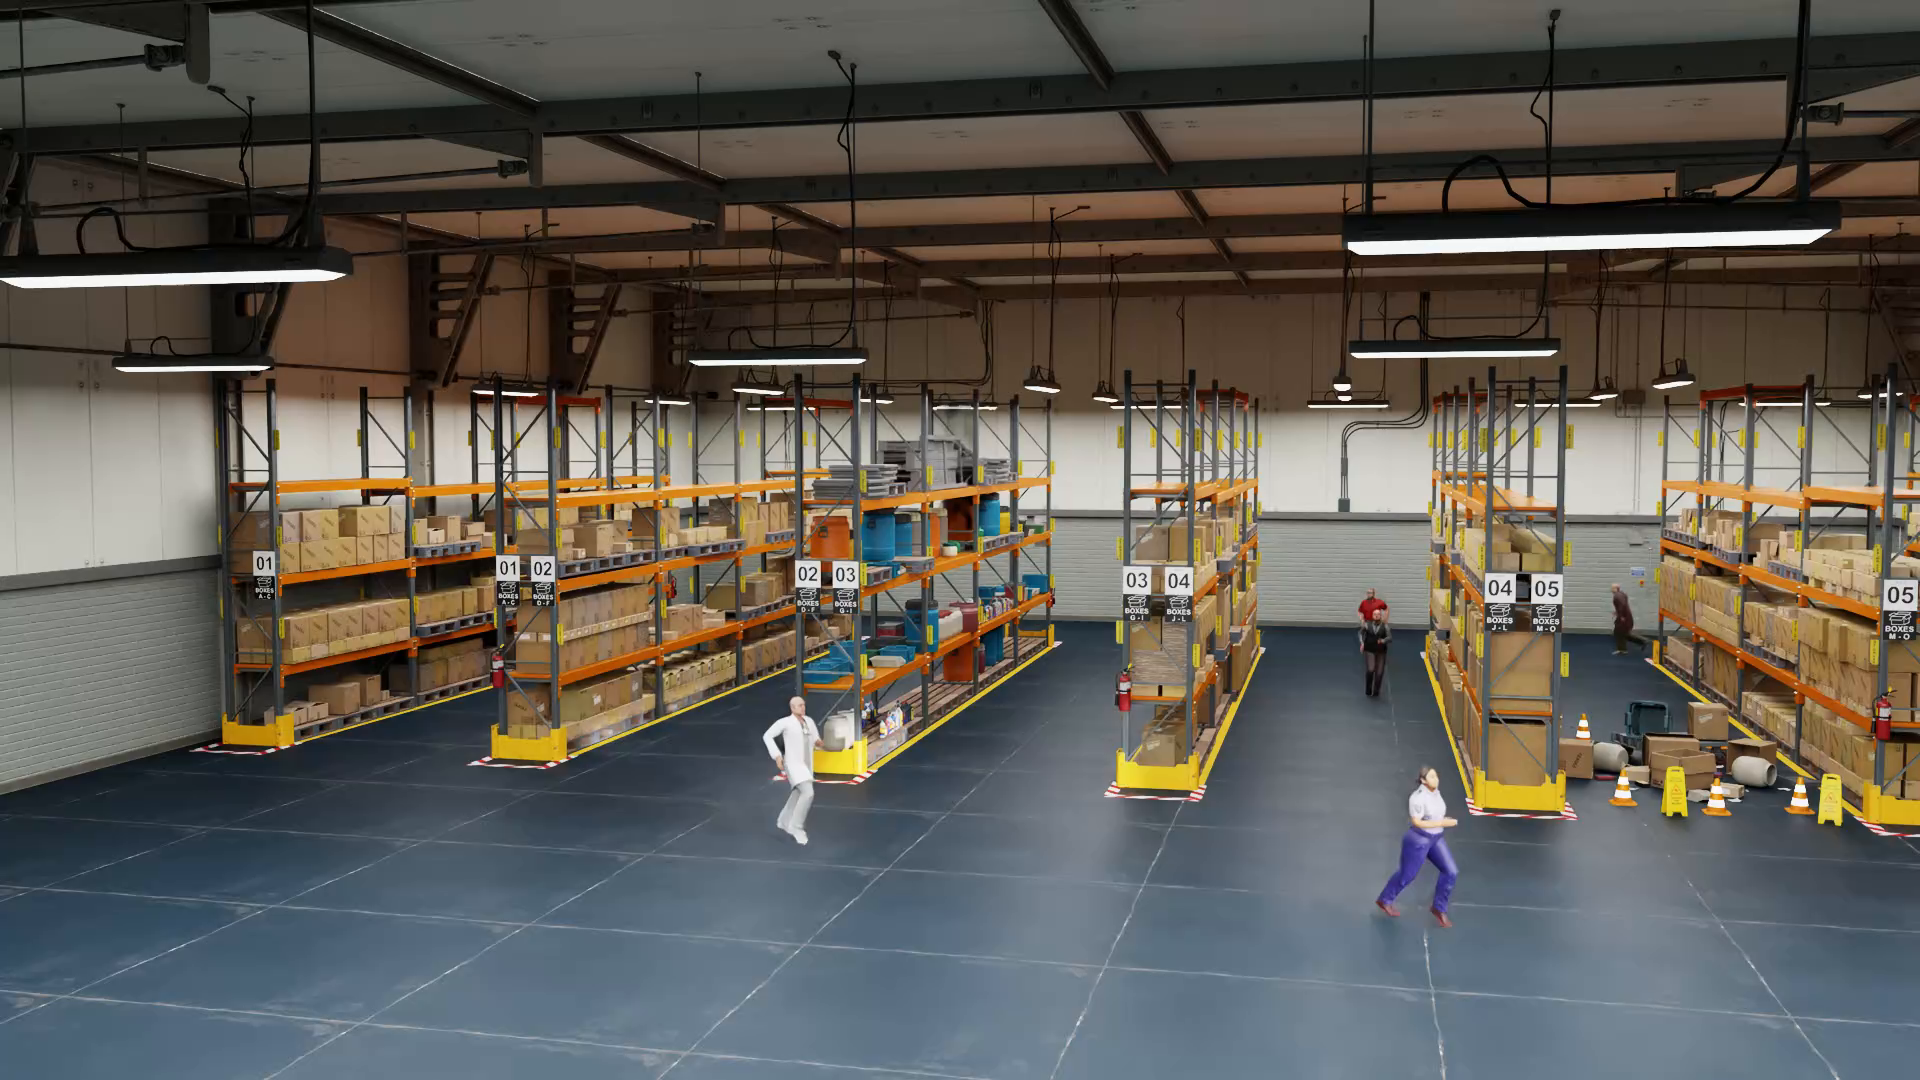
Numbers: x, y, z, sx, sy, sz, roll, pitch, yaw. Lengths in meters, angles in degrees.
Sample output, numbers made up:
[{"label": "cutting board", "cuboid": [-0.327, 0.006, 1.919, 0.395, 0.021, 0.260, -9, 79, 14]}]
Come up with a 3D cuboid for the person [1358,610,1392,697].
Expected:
[{"label": "person", "cuboid": [8.071, 2.204, 32.311, 0.630, 1.702, 0.678, 1, 3, 9]}]

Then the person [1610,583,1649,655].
[{"label": "person", "cuboid": [15.566, 1.854, 38.670, 0.874, 1.704, 0.708, 2, 4, 24]}]

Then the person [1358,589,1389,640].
[{"label": "person", "cuboid": [9.251, 1.934, 37.294, 0.678, 1.688, 0.651, 2, 4, 26]}]

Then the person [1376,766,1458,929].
[{"label": "person", "cuboid": [4.777, 3.158, 17.204, 0.610, 1.691, 0.873, -3, 5, -41]}]

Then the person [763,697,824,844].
[{"label": "person", "cuboid": [-1.995, 2.875, 20.774, 0.748, 1.835, 0.674, 2, 4, 34]}]
